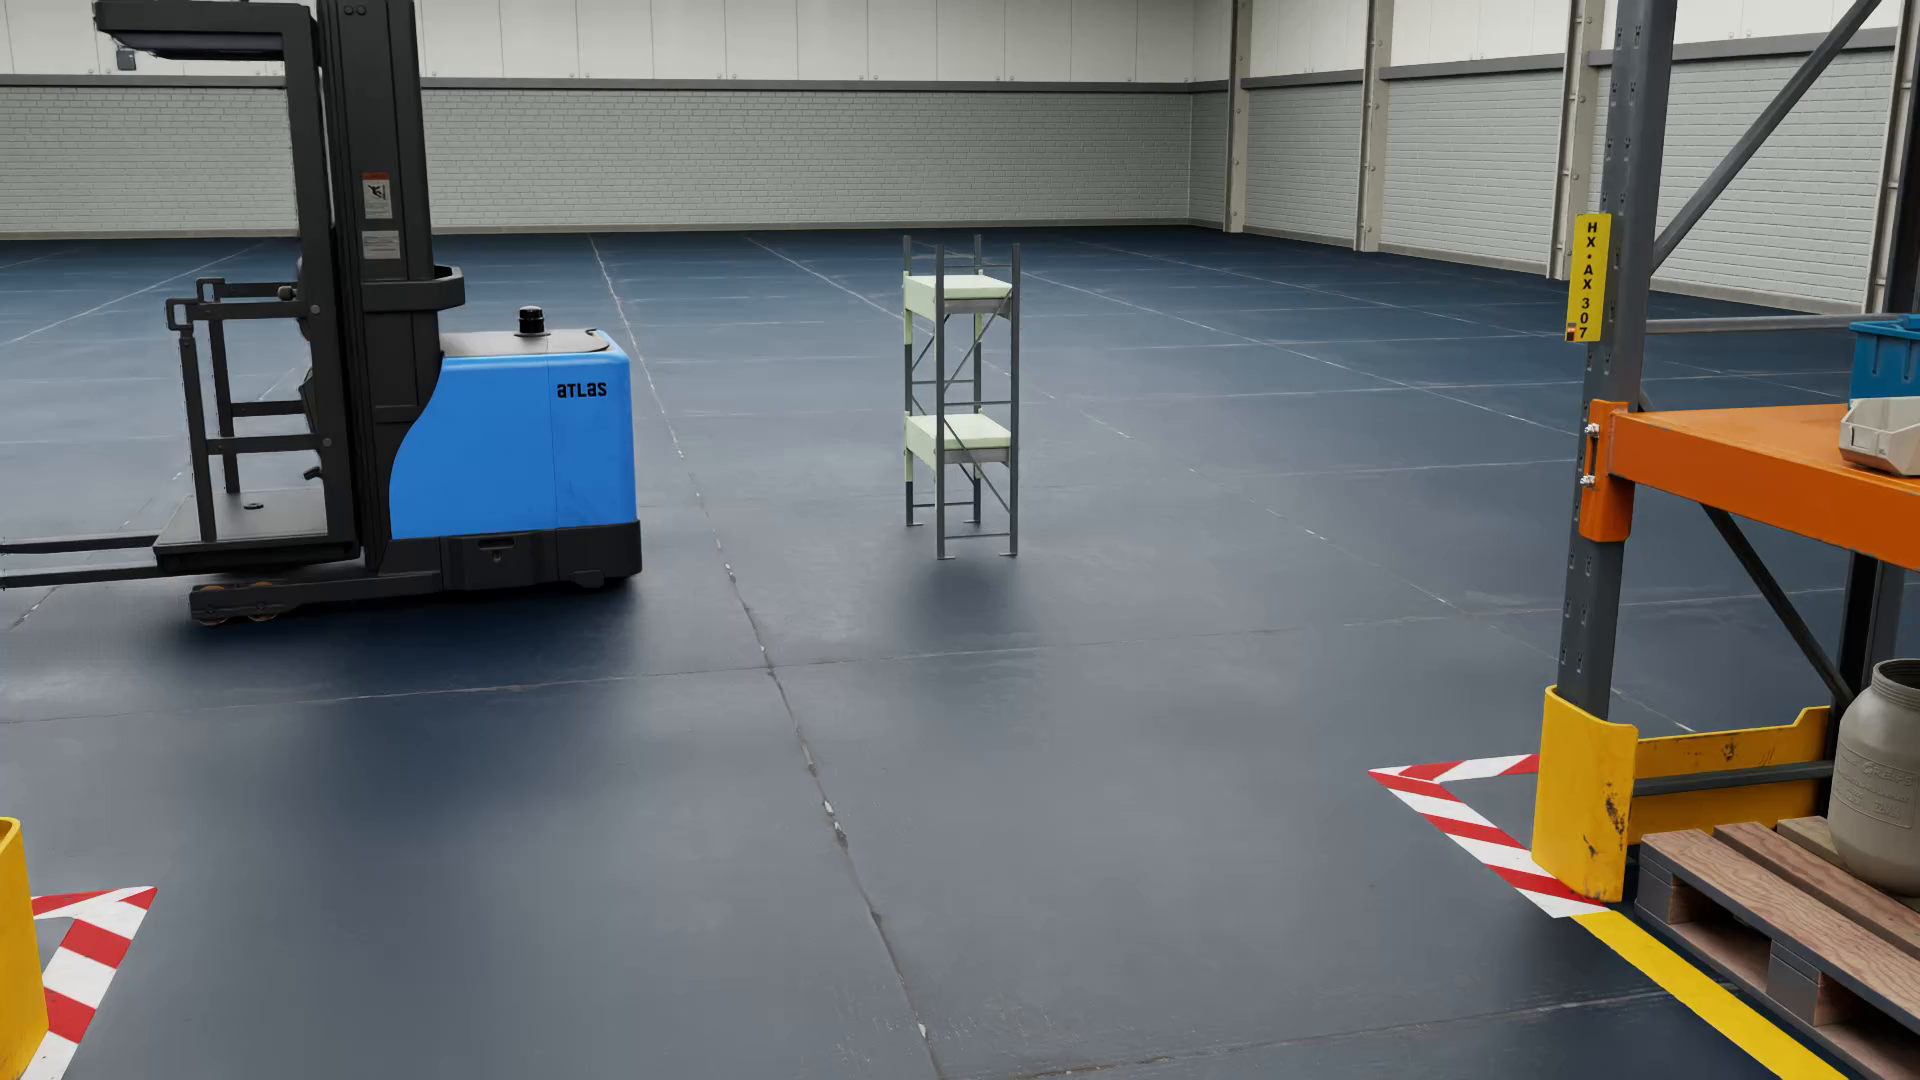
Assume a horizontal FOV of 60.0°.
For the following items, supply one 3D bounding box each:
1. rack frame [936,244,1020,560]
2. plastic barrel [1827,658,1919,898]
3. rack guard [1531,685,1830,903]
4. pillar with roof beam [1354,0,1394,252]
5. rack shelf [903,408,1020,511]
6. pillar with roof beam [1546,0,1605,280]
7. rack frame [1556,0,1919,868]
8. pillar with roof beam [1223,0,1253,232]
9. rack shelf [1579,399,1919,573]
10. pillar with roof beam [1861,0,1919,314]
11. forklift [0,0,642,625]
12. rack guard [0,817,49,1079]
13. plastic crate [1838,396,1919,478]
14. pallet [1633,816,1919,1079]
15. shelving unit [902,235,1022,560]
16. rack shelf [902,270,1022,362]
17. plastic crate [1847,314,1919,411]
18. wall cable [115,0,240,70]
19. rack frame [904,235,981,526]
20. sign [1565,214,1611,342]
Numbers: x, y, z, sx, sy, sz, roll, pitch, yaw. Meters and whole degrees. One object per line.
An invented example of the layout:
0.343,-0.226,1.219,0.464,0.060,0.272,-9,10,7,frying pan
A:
0.084,-0.646,7.910,0.400,1.500,0.023,-3,14,-13,rack frame
2.383,0.582,4.081,0.421,0.512,0.421,0,14,0,plastic barrel
2.218,0.659,4.675,1.175,0.500,0.348,-3,14,-13,rack guard
2.968,-9.220,27.204,9.100,9.000,0.400,-3,14,-13,pillar with roof beam
-0.002,-0.413,8.333,0.431,0.370,0.720,-3,14,-13,rack shelf
4.378,-7.836,21.539,9.100,9.000,0.400,-3,14,-13,pillar with roof beam
2.154,-0.570,4.440,1.000,3.000,0.127,-3,14,-13,rack frame
1.559,-10.604,32.870,9.100,9.000,0.400,-3,14,-13,pillar with roof beam
2.624,0.241,2.636,1.077,0.370,4.000,-3,14,-13,rack shelf
5.787,-6.452,15.873,9.100,9.000,0.400,-3,14,-13,pillar with roof beam
-3.019,-1.206,7.188,3.031,2.935,1.130,-4,14,-17,forklift
-2.642,0.938,3.535,1.175,0.500,0.348,-3,14,-13,rack guard
2.052,-0.217,3.552,0.298,0.136,0.250,-3,14,-13,plastic crate
2.404,0.987,3.941,1.003,0.211,1.213,-3,14,-13,pallet
-0.002,-0.730,8.255,0.431,1.500,0.755,-3,14,-13,shelving unit
-0.002,-1.109,8.163,0.431,0.370,0.720,-3,14,-13,rack shelf
2.563,-0.399,4.053,0.499,0.251,0.616,-3,14,-13,plastic crate
-15.050,-12.019,31.496,2.305,6.003,0.169,-3,14,-13,wall cable
-0.088,-0.815,8.601,0.400,1.500,0.023,-3,14,-13,rack frame
1.619,-0.675,4.285,0.100,0.325,0.005,-3,14,-13,sign
